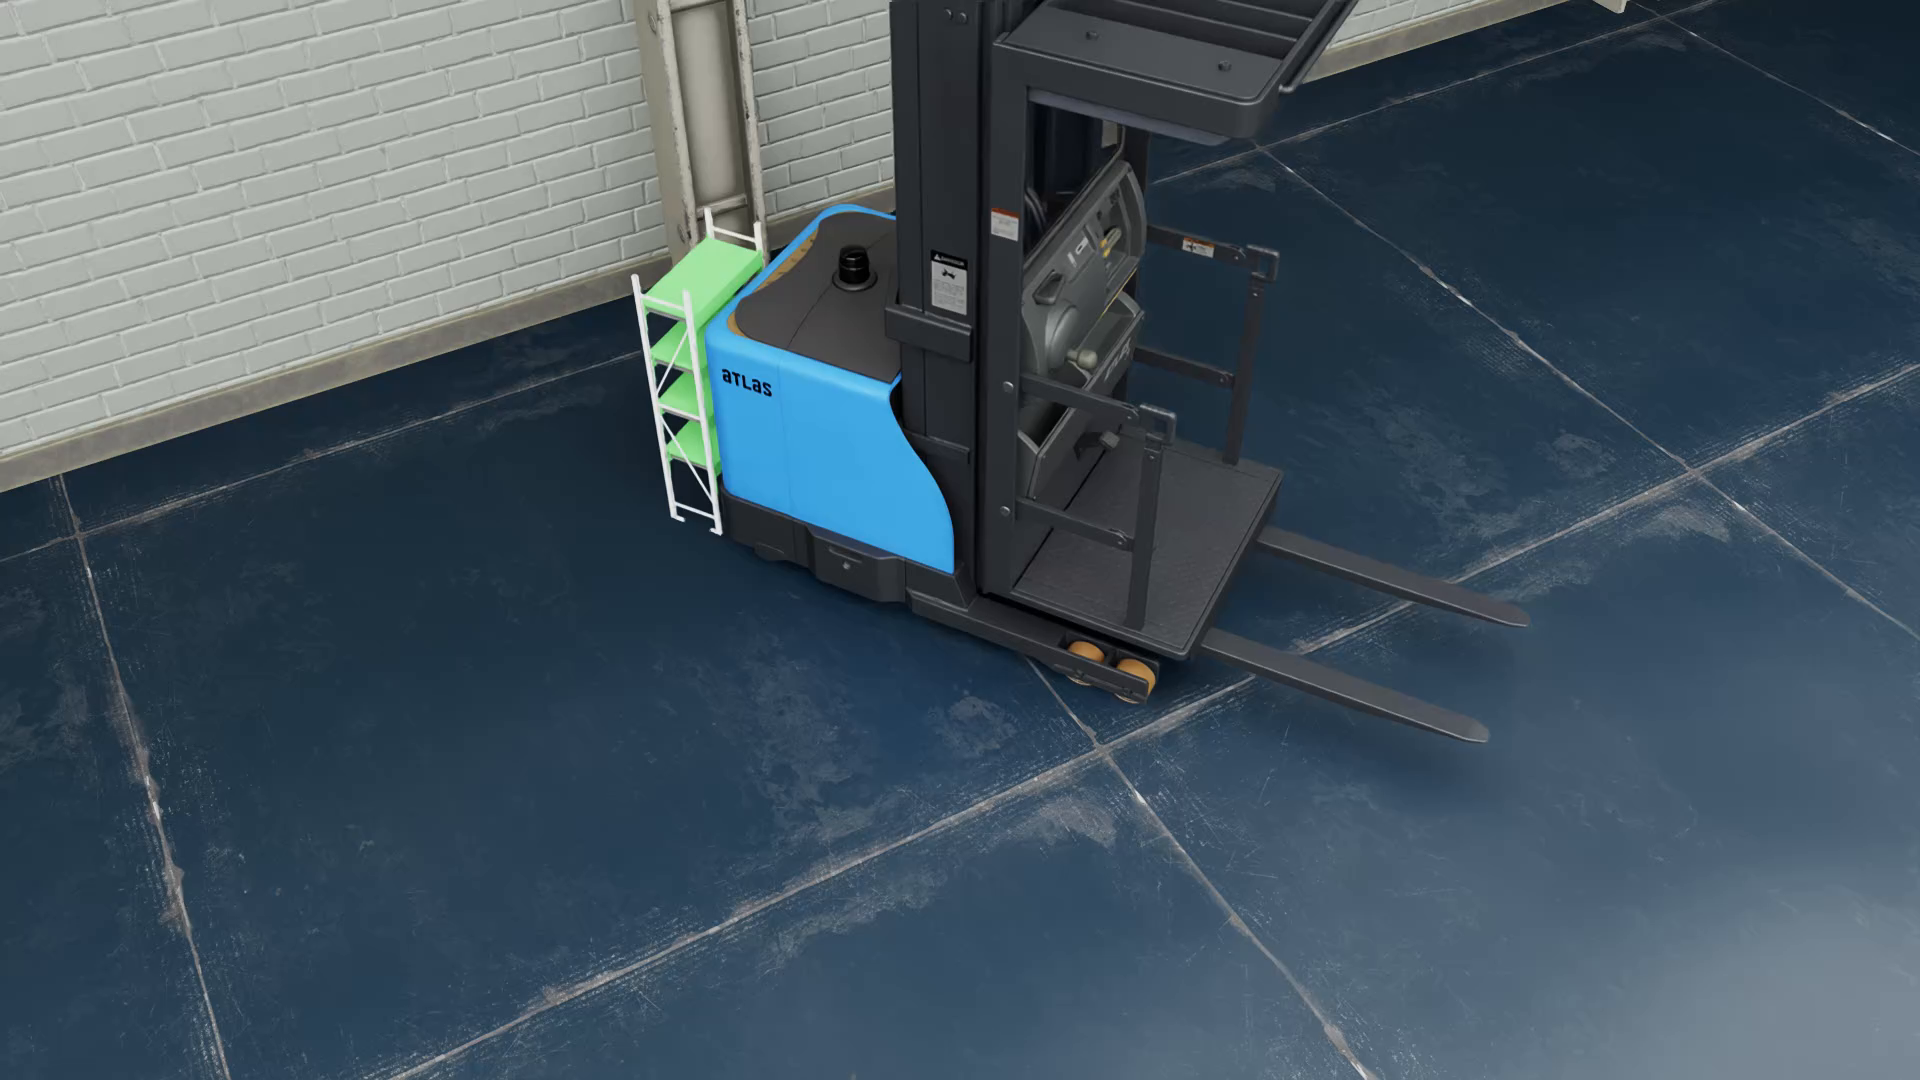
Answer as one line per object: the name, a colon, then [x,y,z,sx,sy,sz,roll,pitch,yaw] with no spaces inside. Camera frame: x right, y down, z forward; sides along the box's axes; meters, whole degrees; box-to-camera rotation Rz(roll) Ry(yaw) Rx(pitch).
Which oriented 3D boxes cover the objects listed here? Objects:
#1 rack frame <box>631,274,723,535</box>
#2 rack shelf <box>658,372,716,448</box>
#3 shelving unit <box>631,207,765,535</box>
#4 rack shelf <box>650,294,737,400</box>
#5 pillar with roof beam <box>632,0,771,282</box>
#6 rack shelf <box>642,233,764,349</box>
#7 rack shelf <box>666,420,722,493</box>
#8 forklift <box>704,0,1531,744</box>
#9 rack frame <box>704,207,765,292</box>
rack frame: [-1.078,-0.491,6.395,0.240,1.200,0.015,19,47,18]
rack shelf: [-0.970,-0.598,6.596,0.258,0.148,0.480,19,47,18]
shelving unit: [-0.970,-0.644,6.552,0.258,1.200,0.503,19,47,18]
rack shelf: [-0.970,-0.770,6.429,0.258,0.148,0.480,19,47,18]
pillar with roof beam: [0.998,-1.881,2.227,0.400,9.000,9.100,-22,48,-21]
rack shelf: [-0.970,-0.942,6.262,0.258,0.148,0.480,19,47,18]
rack shelf: [-0.970,-0.426,6.763,0.258,0.148,0.480,19,47,18]
forklift: [0.607,-0.876,5.548,3.031,2.935,1.130,19,47,19]
rack frame: [-0.862,-0.796,6.709,0.240,1.200,0.015,19,47,18]
